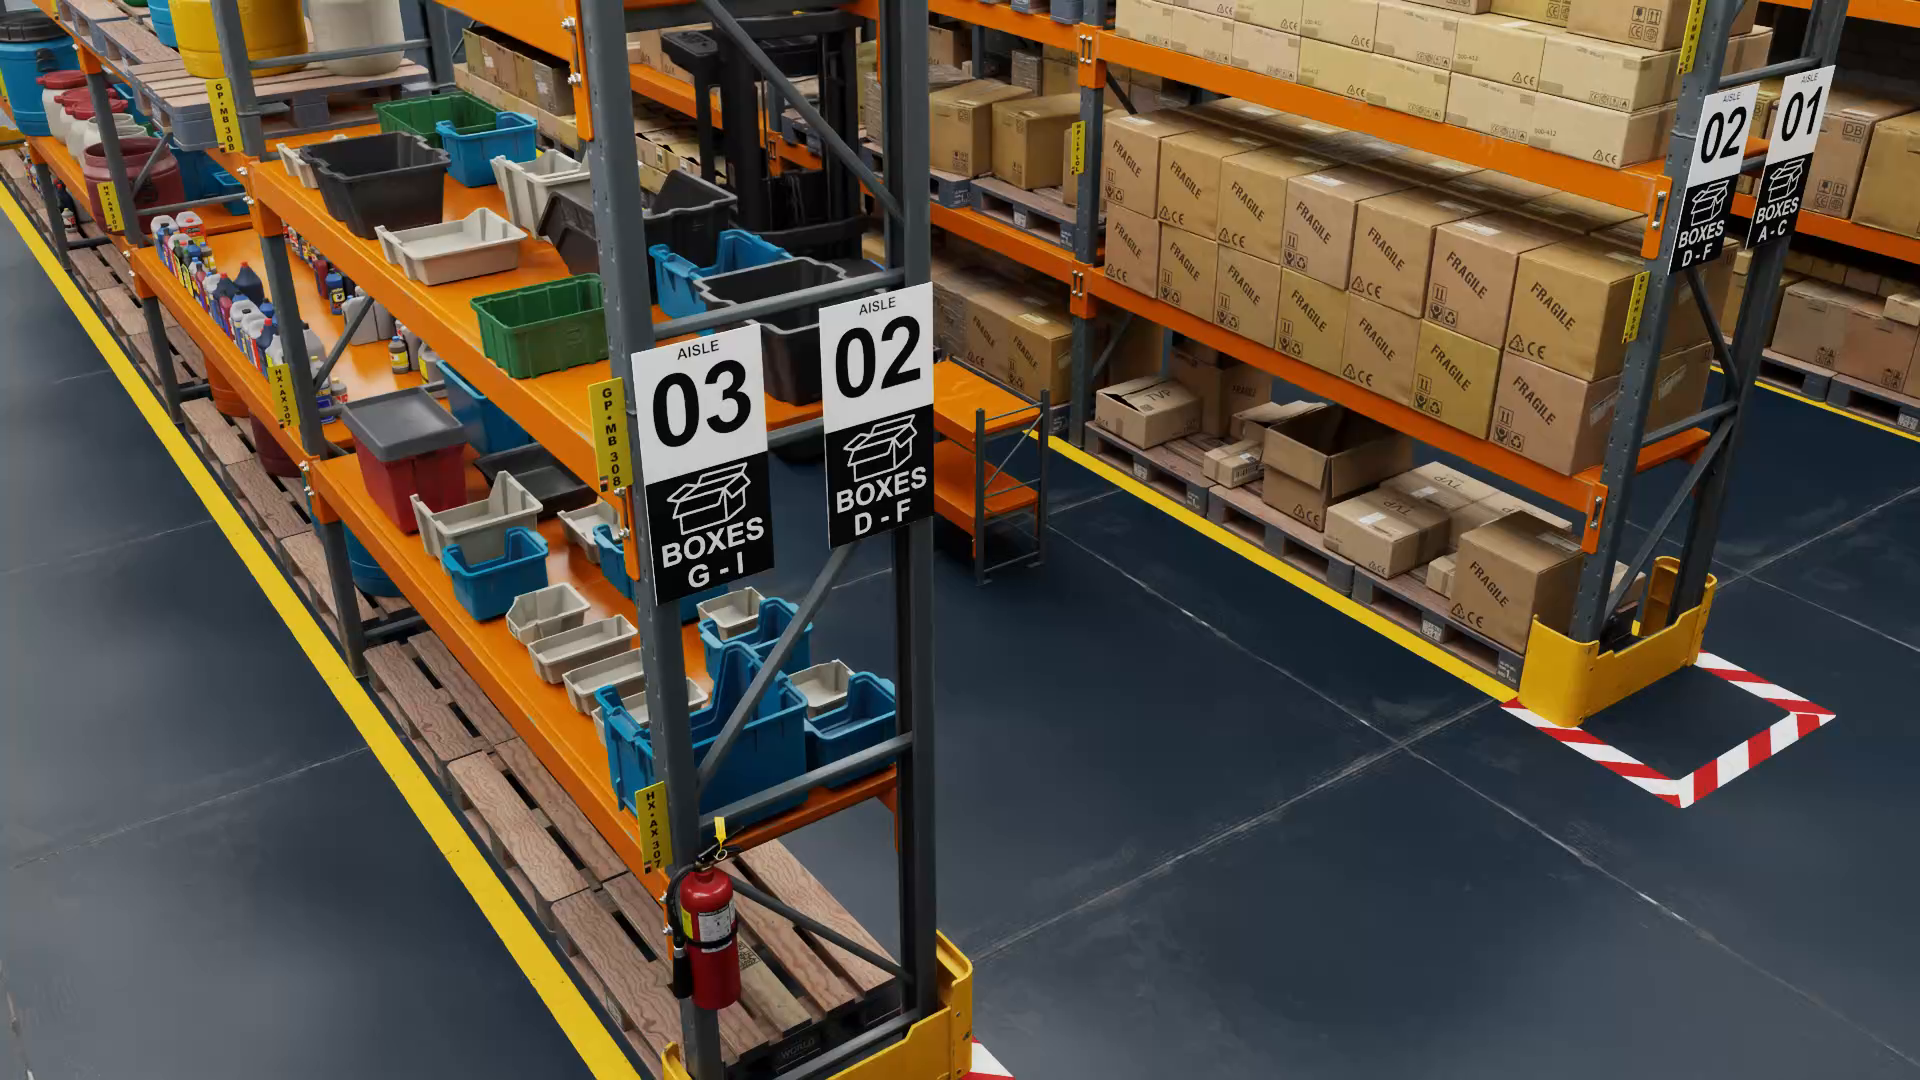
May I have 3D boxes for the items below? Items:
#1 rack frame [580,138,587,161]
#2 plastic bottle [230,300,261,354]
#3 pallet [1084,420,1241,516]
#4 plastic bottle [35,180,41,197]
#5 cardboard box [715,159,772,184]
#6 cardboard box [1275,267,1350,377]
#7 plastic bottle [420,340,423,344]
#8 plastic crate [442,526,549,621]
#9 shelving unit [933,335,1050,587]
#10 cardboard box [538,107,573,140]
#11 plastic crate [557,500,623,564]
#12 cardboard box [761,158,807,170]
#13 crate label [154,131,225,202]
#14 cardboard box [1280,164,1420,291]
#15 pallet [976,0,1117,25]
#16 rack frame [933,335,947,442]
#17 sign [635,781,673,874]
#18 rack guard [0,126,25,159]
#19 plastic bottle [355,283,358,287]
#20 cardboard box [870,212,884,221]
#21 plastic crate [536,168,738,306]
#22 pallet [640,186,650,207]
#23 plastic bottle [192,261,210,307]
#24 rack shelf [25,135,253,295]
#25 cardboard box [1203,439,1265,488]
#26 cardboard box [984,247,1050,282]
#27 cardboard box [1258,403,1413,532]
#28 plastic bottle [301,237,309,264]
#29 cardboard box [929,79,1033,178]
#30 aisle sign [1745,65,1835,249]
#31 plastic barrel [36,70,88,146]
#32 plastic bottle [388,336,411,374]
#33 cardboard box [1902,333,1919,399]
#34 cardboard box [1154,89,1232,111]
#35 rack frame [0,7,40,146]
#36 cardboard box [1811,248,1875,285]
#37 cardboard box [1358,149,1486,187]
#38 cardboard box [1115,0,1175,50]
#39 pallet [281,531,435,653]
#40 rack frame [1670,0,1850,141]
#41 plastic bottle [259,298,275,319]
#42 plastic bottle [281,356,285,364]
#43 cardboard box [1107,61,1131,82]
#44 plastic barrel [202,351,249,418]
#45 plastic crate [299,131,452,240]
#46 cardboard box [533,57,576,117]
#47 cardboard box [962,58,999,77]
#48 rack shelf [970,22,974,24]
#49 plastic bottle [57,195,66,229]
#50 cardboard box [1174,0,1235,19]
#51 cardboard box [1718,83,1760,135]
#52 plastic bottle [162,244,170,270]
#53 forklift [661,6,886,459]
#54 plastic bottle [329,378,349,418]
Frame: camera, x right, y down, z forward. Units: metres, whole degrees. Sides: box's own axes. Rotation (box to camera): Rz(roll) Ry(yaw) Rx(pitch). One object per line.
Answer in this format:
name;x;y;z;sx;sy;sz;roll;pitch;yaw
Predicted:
rack frame;-3.451;-5.210;16.700;1.000;3.000;0.127;-19;34;-31
plastic bottle;-4.057;-1.220;9.483;0.152;0.276;0.135;-19;34;-31
pallet;1.587;-0.607;11.147;1.003;0.211;1.213;-19;34;-31
plastic bottle;-8.696;-3.357;15.760;0.097;0.201;0.097;0;29;0
cardboard box;-1.942;-3.213;14.877;0.500;0.311;0.500;-19;34;-31
cardboard box;2.147;-1.280;9.359;0.500;0.500;0.500;-19;34;-31
plastic bottle;-2.929;-1.064;9.201;0.097;0.271;0.097;0;29;0
plastic crate;-1.928;0.145;6.953;0.416;0.233;0.300;-19;34;-31
shelving unit;0.004;-0.492;9.977;0.538;1.125;1.048;-19;34;-31
cardboard box;-4.180;-4.503;17.840;0.500;0.250;0.500;-19;34;-31
plastic crate;-1.593;-0.047;7.407;0.293;0.136;0.466;-19;34;-31
cardboard box;-1.507;-3.364;15.156;0.500;0.311;0.500;-20;34;-32
crate label;-5.524;-2.762;12.155;0.502;0.435;0.616;-19;34;-31
cardboard box;2.131;-1.721;9.124;0.500;0.500;0.500;-18;33;-29
pallet;0.868;-3.608;10.805;1.213;0.211;1.003;-19;34;-31
rack frame;-0.291;-0.689;10.341;0.500;1.125;0.032;-19;34;-31
sign;-0.966;0.912;5.257;0.100;0.325;0.005;-19;34;-31
rack guard;-9.726;-4.280;17.608;1.175;0.500;0.348;-19;34;-31
plastic bottle;-3.579;-1.500;10.003;0.097;0.271;0.097;0;29;0
cardboard box;-0.397;-2.451;13.779;0.500;0.500;0.500;-17;33;-29
plastic crate;-1.190;-1.136;6.121;0.504;0.338;0.767;-19;34;-31
pallet;-2.992;-3.709;16.858;1.003;0.211;1.213;-19;34;-31
plastic bottle;-4.599;-1.559;10.113;0.097;0.271;0.097;0;29;0
rack shelf;-6.328;-2.747;12.918;1.077;0.370;4.000;-19;34;-31
cardboard box;1.766;-0.492;10.520;0.380;0.166;0.250;-19;34;-31
cardboard box;0.527;-2.169;12.473;0.500;0.250;0.500;-19;34;-31
cardboard box;2.283;-0.467;10.122;0.797;0.503;0.637;-19;34;-31
plastic bottle;-4.231;-1.906;10.824;0.097;0.201;0.097;0;29;0
cardboard box;0.114;-2.998;12.083;0.500;0.500;0.700;22;35;34
aisle sign;3.788;-1.742;7.591;0.394;0.787;0.004;-19;34;-31
plastic barrel;-7.112;-3.467;13.349;0.433;0.535;0.433;0;29;0
plastic bottle;-3.109;-1.029;9.209;0.097;0.201;0.097;0;29;0
cardboard box;7.055;-1.248;11.585;0.700;0.500;0.500;-19;34;-31
cardboard box;2.442;-4.388;17.345;0.700;0.500;0.500;-18;33;-30
rack frame;-9.808;-5.395;17.041;1.000;3.000;0.127;-19;34;-31
cardboard box;6.554;-2.032;12.349;0.380;0.149;0.250;-18;33;-30
cardboard box;2.576;-1.868;9.394;0.500;0.500;0.500;-19;34;-31
cardboard box;1.270;-3.095;9.819;0.500;0.250;0.500;-19;34;-31
pallet;-3.261;0.184;9.691;1.003;0.211;1.213;-19;34;-31
rack frame;3.510;-3.181;6.679;1.000;3.000;0.127;-19;34;-31
plastic bottle;-3.966;-1.260;9.561;0.097;0.271;0.097;0;29;0
plastic bottle;-3.511;-0.820;8.739;0.061;0.283;0.133;-19;34;-31
cardboard box;1.860;-5.155;17.972;0.500;0.250;0.500;-19;34;-31
plastic barrel;-4.870;-1.331;11.391;0.600;0.830;0.708;-19;34;-31
plastic crate;-2.351;-1.432;6.738;0.497;0.269;0.590;-19;34;-31
cardboard box;-4.179;-4.833;17.662;0.500;0.500;0.500;-19;34;-31
cardboard box;0.247;-5.731;20.167;0.380;0.166;0.250;-24;37;-37
rack shelf;-0.578;-7.044;20.831;1.077;0.370;4.000;-19;34;-31
plastic bottle;-8.036;-2.936;14.898;0.061;0.283;0.133;-17;33;-28
cardboard box;1.560;-3.120;9.343;0.500;0.250;0.500;-19;34;-31
cardboard box;3.419;-2.067;7.928;0.500;0.250;0.500;-19;34;-31
plastic bottle;-5.079;-1.850;10.721;0.097;0.201;0.097;0;29;0
forklift;-1.378;-2.504;11.790;1.130;2.935;3.031;-14;32;-24
plastic bottle;-3.249;-0.748;8.693;0.097;0.201;0.097;0;29;0
